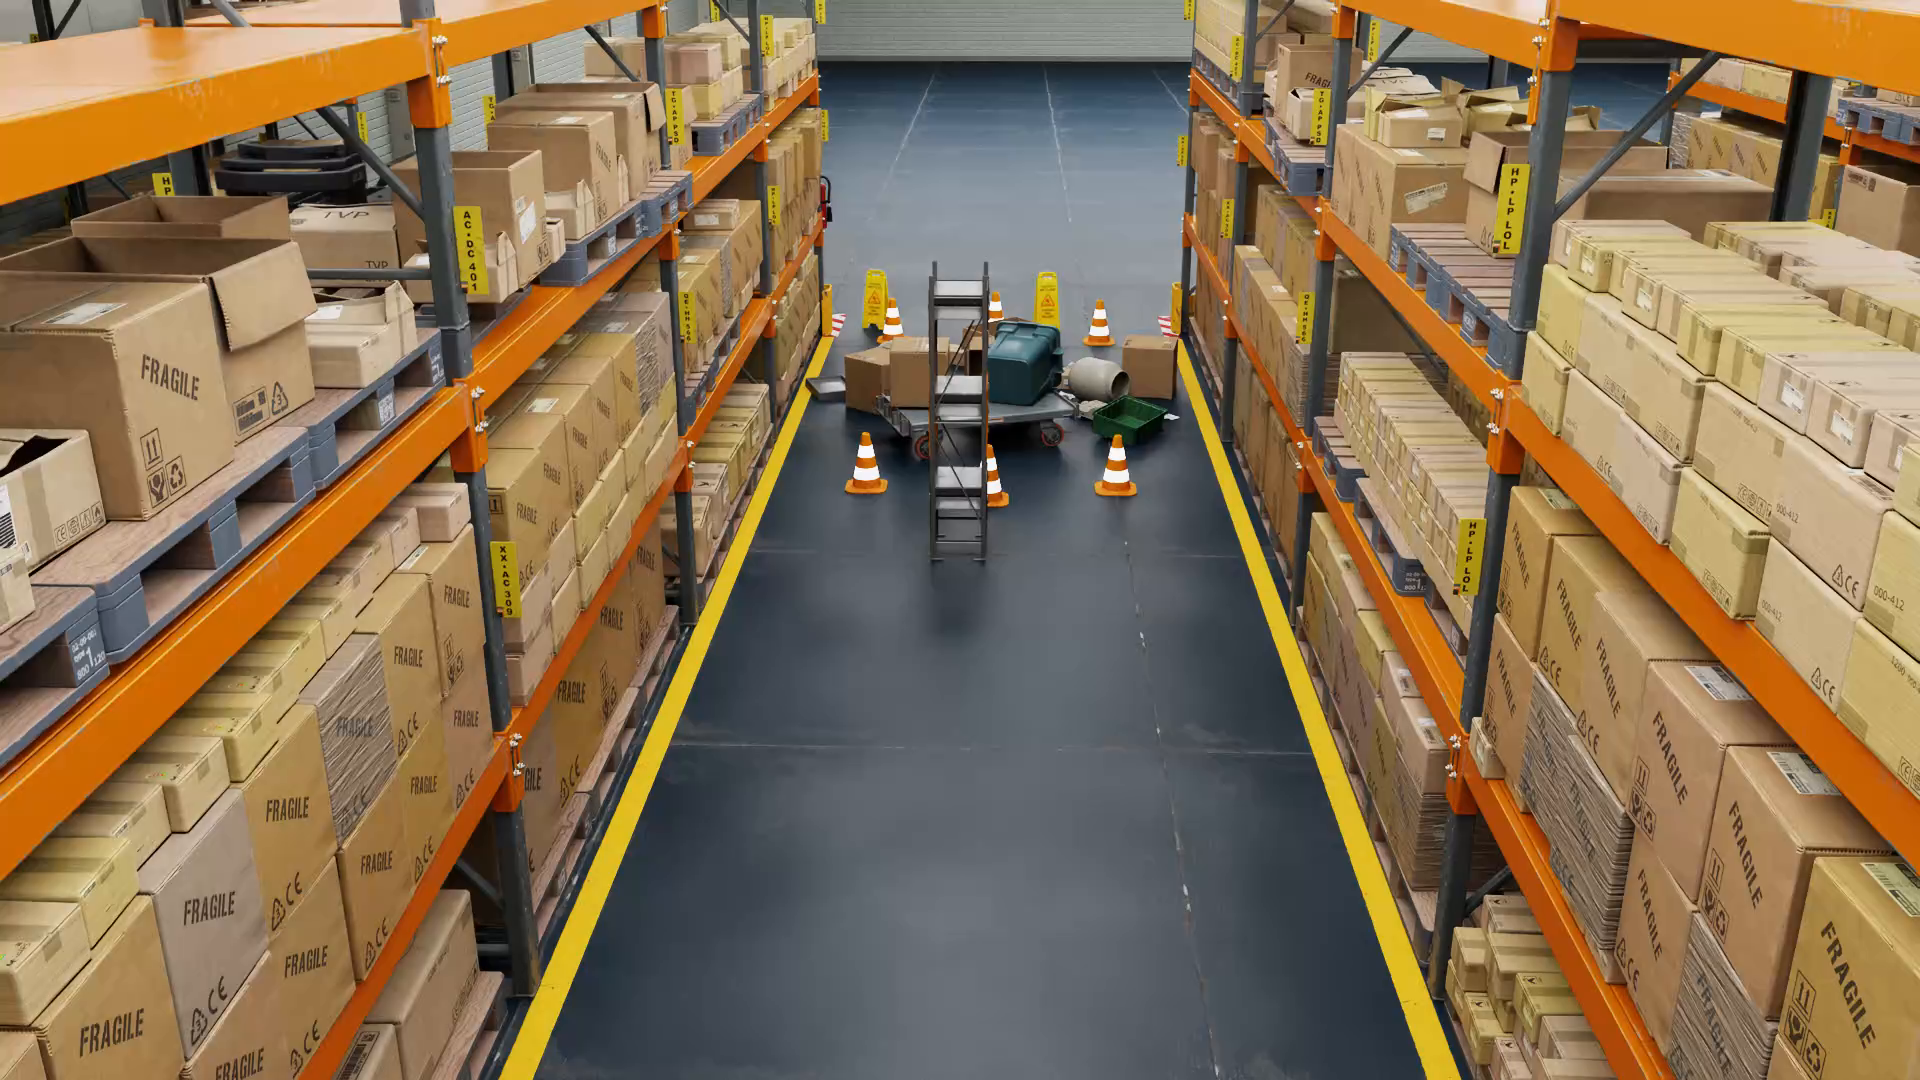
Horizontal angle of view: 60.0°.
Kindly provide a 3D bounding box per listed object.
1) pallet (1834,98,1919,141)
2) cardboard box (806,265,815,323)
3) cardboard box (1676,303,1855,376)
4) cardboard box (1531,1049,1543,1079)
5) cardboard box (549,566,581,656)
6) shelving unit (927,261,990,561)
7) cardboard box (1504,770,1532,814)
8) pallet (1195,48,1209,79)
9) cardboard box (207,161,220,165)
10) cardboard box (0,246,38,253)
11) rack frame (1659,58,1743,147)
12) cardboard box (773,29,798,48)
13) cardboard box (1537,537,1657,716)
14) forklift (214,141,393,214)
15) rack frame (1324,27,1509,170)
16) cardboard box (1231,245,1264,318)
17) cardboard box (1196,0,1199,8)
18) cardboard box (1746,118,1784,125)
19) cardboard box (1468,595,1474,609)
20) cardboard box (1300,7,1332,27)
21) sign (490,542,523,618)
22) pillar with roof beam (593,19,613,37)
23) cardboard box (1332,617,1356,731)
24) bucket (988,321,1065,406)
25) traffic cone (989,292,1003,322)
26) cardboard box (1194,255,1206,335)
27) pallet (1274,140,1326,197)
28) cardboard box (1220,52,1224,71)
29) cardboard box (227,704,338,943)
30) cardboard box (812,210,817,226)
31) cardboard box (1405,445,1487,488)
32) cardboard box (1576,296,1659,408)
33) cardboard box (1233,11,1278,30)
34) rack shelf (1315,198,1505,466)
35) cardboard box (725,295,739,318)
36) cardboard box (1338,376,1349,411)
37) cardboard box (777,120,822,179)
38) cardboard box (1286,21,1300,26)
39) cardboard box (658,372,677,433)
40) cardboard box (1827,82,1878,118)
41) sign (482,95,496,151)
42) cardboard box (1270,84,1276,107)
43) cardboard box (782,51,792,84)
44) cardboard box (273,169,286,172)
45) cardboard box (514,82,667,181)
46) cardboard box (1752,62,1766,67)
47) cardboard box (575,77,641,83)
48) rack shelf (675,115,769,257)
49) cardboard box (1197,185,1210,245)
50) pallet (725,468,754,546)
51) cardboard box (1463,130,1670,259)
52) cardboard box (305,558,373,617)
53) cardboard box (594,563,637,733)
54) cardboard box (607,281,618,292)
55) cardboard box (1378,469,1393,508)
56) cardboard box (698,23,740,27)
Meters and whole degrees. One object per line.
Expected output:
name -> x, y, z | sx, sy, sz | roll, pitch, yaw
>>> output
pallet -> 7.651, -3.277, 12.941 | 1.213, 0.211, 1.003 | 1, 21, 2
cardboard box -> -1.784, -2.526, 17.075 | 0.500, 0.500, 0.500 | 1, 21, 4
cardboard box -> 2.239, -0.557, 4.636 | 0.380, 0.149, 0.250 | 2, 21, 4
cardboard box -> 2.347, 2.014, 6.141 | 0.380, 0.149, 0.250 | 0, 21, -1
cardboard box -> -2.081, 0.322, 7.760 | 0.500, 0.250, 0.500 | 0, 21, 0
shelving unit -> -0.005, -0.919, 11.995 | 0.431, 2.100, 0.503 | 1, 21, 2
cardboard box -> 2.309, 0.923, 6.349 | 0.380, 0.149, 0.250 | 1, 21, 3
pallet -> 2.931, -4.814, 16.766 | 1.003, 0.211, 1.213 | 1, 21, 2
cardboard box -> -7.268, -3.606, 16.231 | 0.380, 0.149, 0.250 | 1, 21, 2
cardboard box -> -7.405, -2.206, 13.032 | 0.380, 0.149, 0.250 | 1, 21, 2
rack frame -> 7.898, -3.634, 17.749 | 1.000, 3.000, 0.127 | 1, 21, 2
cardboard box -> -1.736, -4.716, 15.635 | 0.380, 0.149, 0.250 | 1, 21, 3
cardboard box -> 2.321, 0.310, 5.652 | 0.500, 0.500, 0.500 | 0, 21, 0
forklift -> -4.579, -1.532, 12.425 | 1.130, 2.935, 3.031 | 1, 21, 2
rack frame -> 2.700, -3.630, 9.444 | 1.000, 3.000, 0.127 | 1, 21, 2
cardboard box -> 2.537, -2.139, 13.756 | 0.500, 0.500, 0.500 | 1, 21, 2
cardboard box -> 2.615, -5.504, 16.946 | 0.380, 0.149, 0.250 | 1, 21, 2
cardboard box -> 8.119, -3.903, 16.511 | 0.500, 0.500, 0.500 | 1, 21, 2
cardboard box -> 2.393, 0.250, 7.094 | 0.380, 0.149, 0.250 | 1, 21, 3
cardboard box -> 3.195, -4.578, 14.561 | 0.380, 0.149, 0.250 | 0, 21, 1
sign -> -1.818, 0.160, 6.663 | 0.100, 0.325, 0.005 | 1, 21, 2
pillar with roof beam -> -3.041, -12.813, 33.110 | 9.100, 9.000, 0.400 | 1, 21, 2
cardboard box -> 2.401, 0.757, 9.306 | 0.500, 0.500, 0.500 | 0, 21, 0
bucket -> 0.521, -1.536, 14.766 | 0.726, 0.611, 0.620 | 8, 33, 20
traffic cone -> 0.389, -2.502, 18.337 | 0.336, 0.463, 0.334 | 1, 21, 2
cardboard box -> 2.989, -2.685, 17.658 | 0.875, 0.875, 0.875 | 1, 21, 2
pallet -> 2.667, -2.377, 10.622 | 1.213, 0.211, 1.003 | 2, 21, 4
cardboard box -> 2.544, -4.305, 14.960 | 0.380, 0.149, 0.250 | 1, 21, 2
cardboard box -> -2.164, 0.805, 4.787 | 0.500, 0.500, 0.500 | 1, 21, 2
cardboard box -> -1.702, -3.396, 17.482 | 0.380, 0.149, 0.250 | 0, 21, 1
cardboard box -> 2.436, -0.361, 8.258 | 0.380, 0.149, 0.250 | 0, 21, -1
cardboard box -> 2.304, -0.597, 5.290 | 0.500, 0.250, 0.500 | 1, 21, 1
cardboard box -> 2.522, -4.402, 14.106 | 0.380, 0.149, 0.250 | 1, 21, 1
rack shelf -> 2.639, -1.173, 8.253 | 1.077, 0.370, 4.000 | 1, 21, 2
cardboard box -> -1.914, -1.818, 12.834 | 0.380, 0.149, 0.250 | 1, 21, 2
cardboard box -> 2.485, -0.878, 10.000 | 0.380, 0.149, 0.250 | 2, 21, 4
cardboard box -> -1.740, -3.839, 16.345 | 0.700, 0.500, 0.500 | 0, 21, 1
cardboard box -> 3.145, -4.527, 14.981 | 0.500, 0.250, 0.500 | 0, 21, 1
cardboard box -> -2.012, -0.836, 10.053 | 0.500, 0.250, 0.500 | 1, 21, 1
cardboard box -> 7.529, -3.684, 13.938 | 0.500, 0.250, 0.500 | 1, 21, 4
sign -> -2.793, -2.497, 9.956 | 0.100, 0.325, 0.005 | 1, 21, 2
cardboard box -> 2.519, -3.299, 12.367 | 0.380, 0.149, 0.250 | 1, 21, 2
cardboard box -> -1.808, -4.288, 15.083 | 0.500, 0.250, 0.500 | 1, 21, 2
cardboard box -> -6.810, -3.598, 16.209 | 0.380, 0.149, 0.250 | 1, 21, 2
cardboard box -> -2.111, -2.355, 9.582 | 0.797, 0.503, 0.637 | -1, 21, -2
cardboard box -> 7.624, -4.491, 15.466 | 0.380, 0.149, 0.250 | 0, 21, 1
cardboard box -> -2.555, -3.249, 12.236 | 0.500, 0.250, 0.500 | 0, 21, 1
rack shelf -> -2.190, -2.637, 12.026 | 1.077, 0.370, 4.000 | 1, 21, 2
cardboard box -> 2.840, -3.261, 16.578 | 0.875, 0.550, 0.550 | 1, 21, 2
pallet -> -2.186, -0.273, 12.942 | 1.003, 0.211, 1.213 | 1, 21, 2
cardboard box -> 2.757, -1.586, 7.600 | 0.797, 0.503, 0.637 | 0, 21, 1
cardboard box -> -2.187, 0.171, 5.524 | 0.380, 0.149, 0.250 | 0, 21, 1
cardboard box -> -2.386, 0.515, 9.411 | 0.875, 0.875, 0.875 | 1, 21, 2
cardboard box -> -2.515, -1.399, 10.859 | 0.500, 0.500, 0.500 | 0, 21, 0
cardboard box -> 2.446, -0.273, 8.852 | 0.380, 0.149, 0.250 | 1, 21, 2
cardboard box -> -2.365, -4.999, 16.365 | 0.380, 0.149, 0.250 | 1, 21, 1
